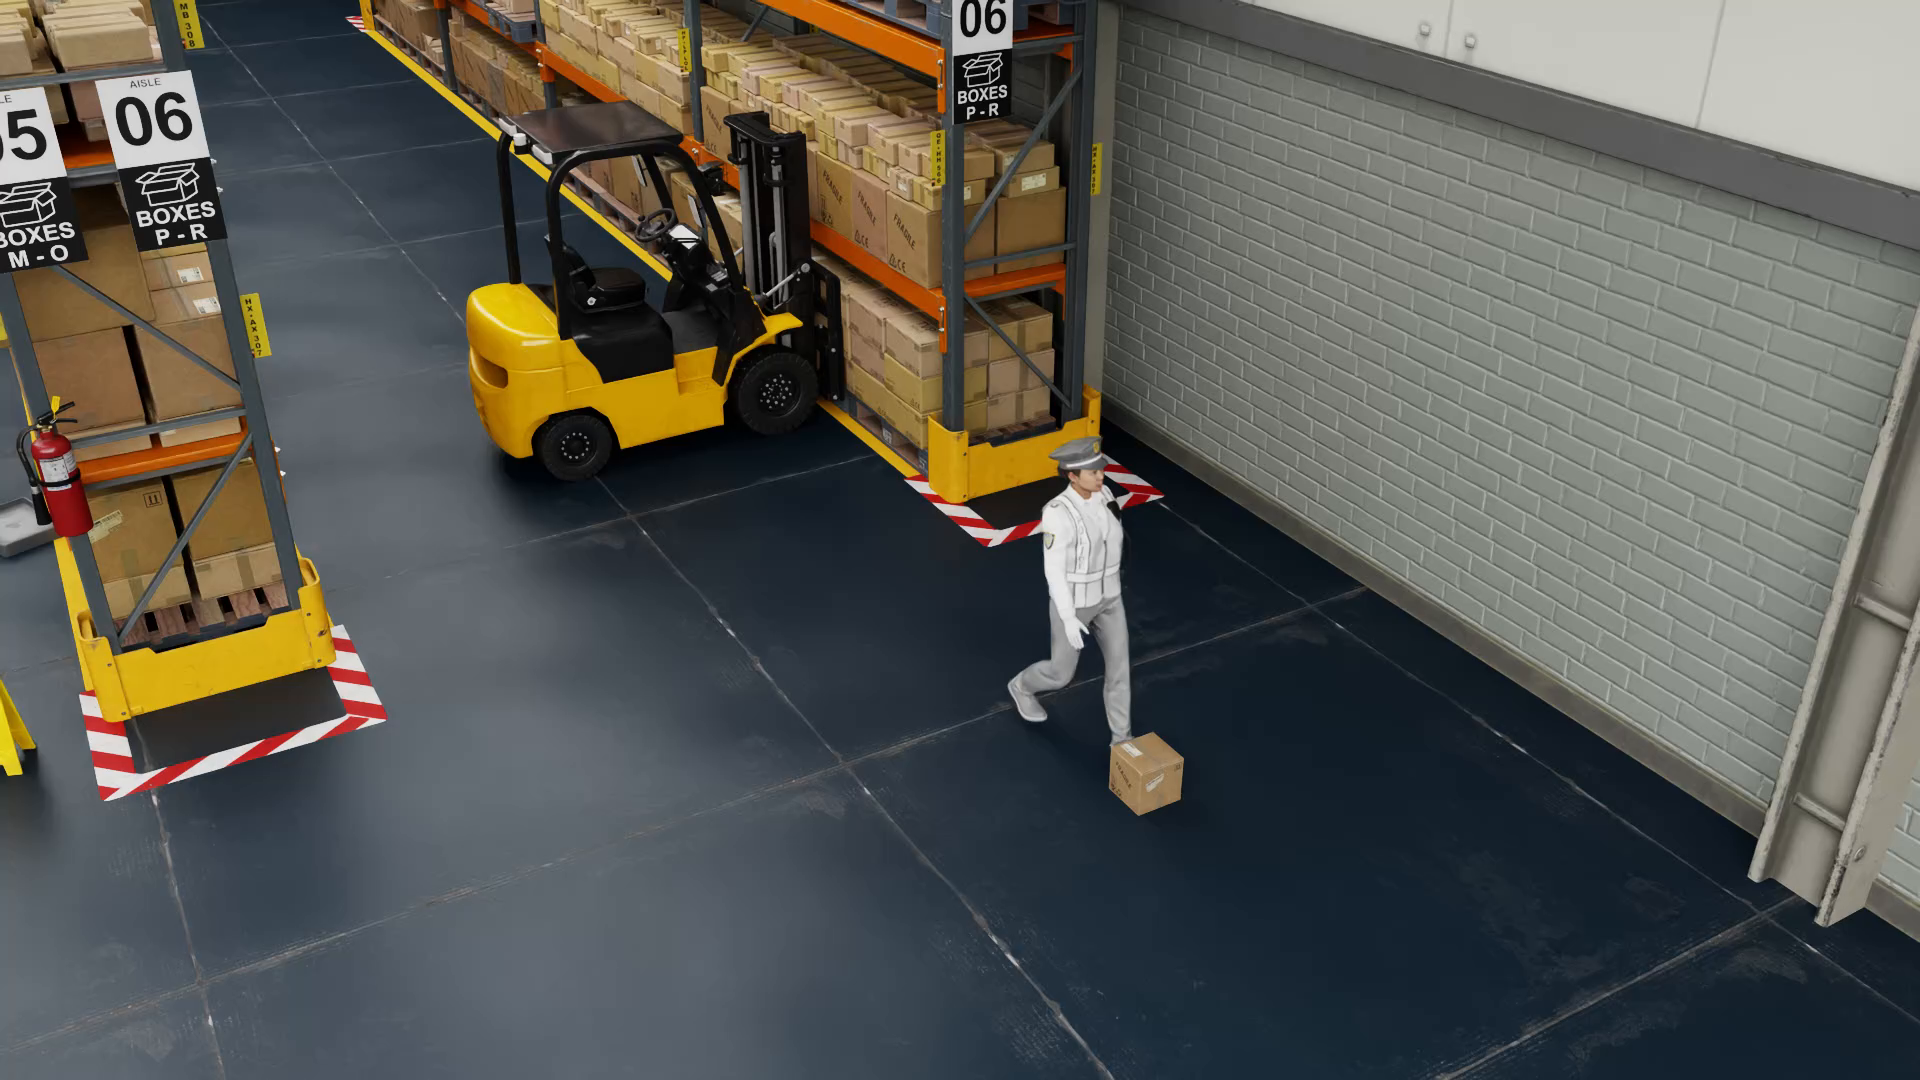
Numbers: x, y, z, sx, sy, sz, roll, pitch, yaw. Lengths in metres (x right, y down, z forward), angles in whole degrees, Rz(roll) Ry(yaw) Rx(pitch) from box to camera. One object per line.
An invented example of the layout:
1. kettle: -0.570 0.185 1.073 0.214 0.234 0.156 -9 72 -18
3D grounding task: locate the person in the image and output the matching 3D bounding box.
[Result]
1. person: 0.622 0.280 8.013 0.496 1.657 0.843 -20 35 -31
